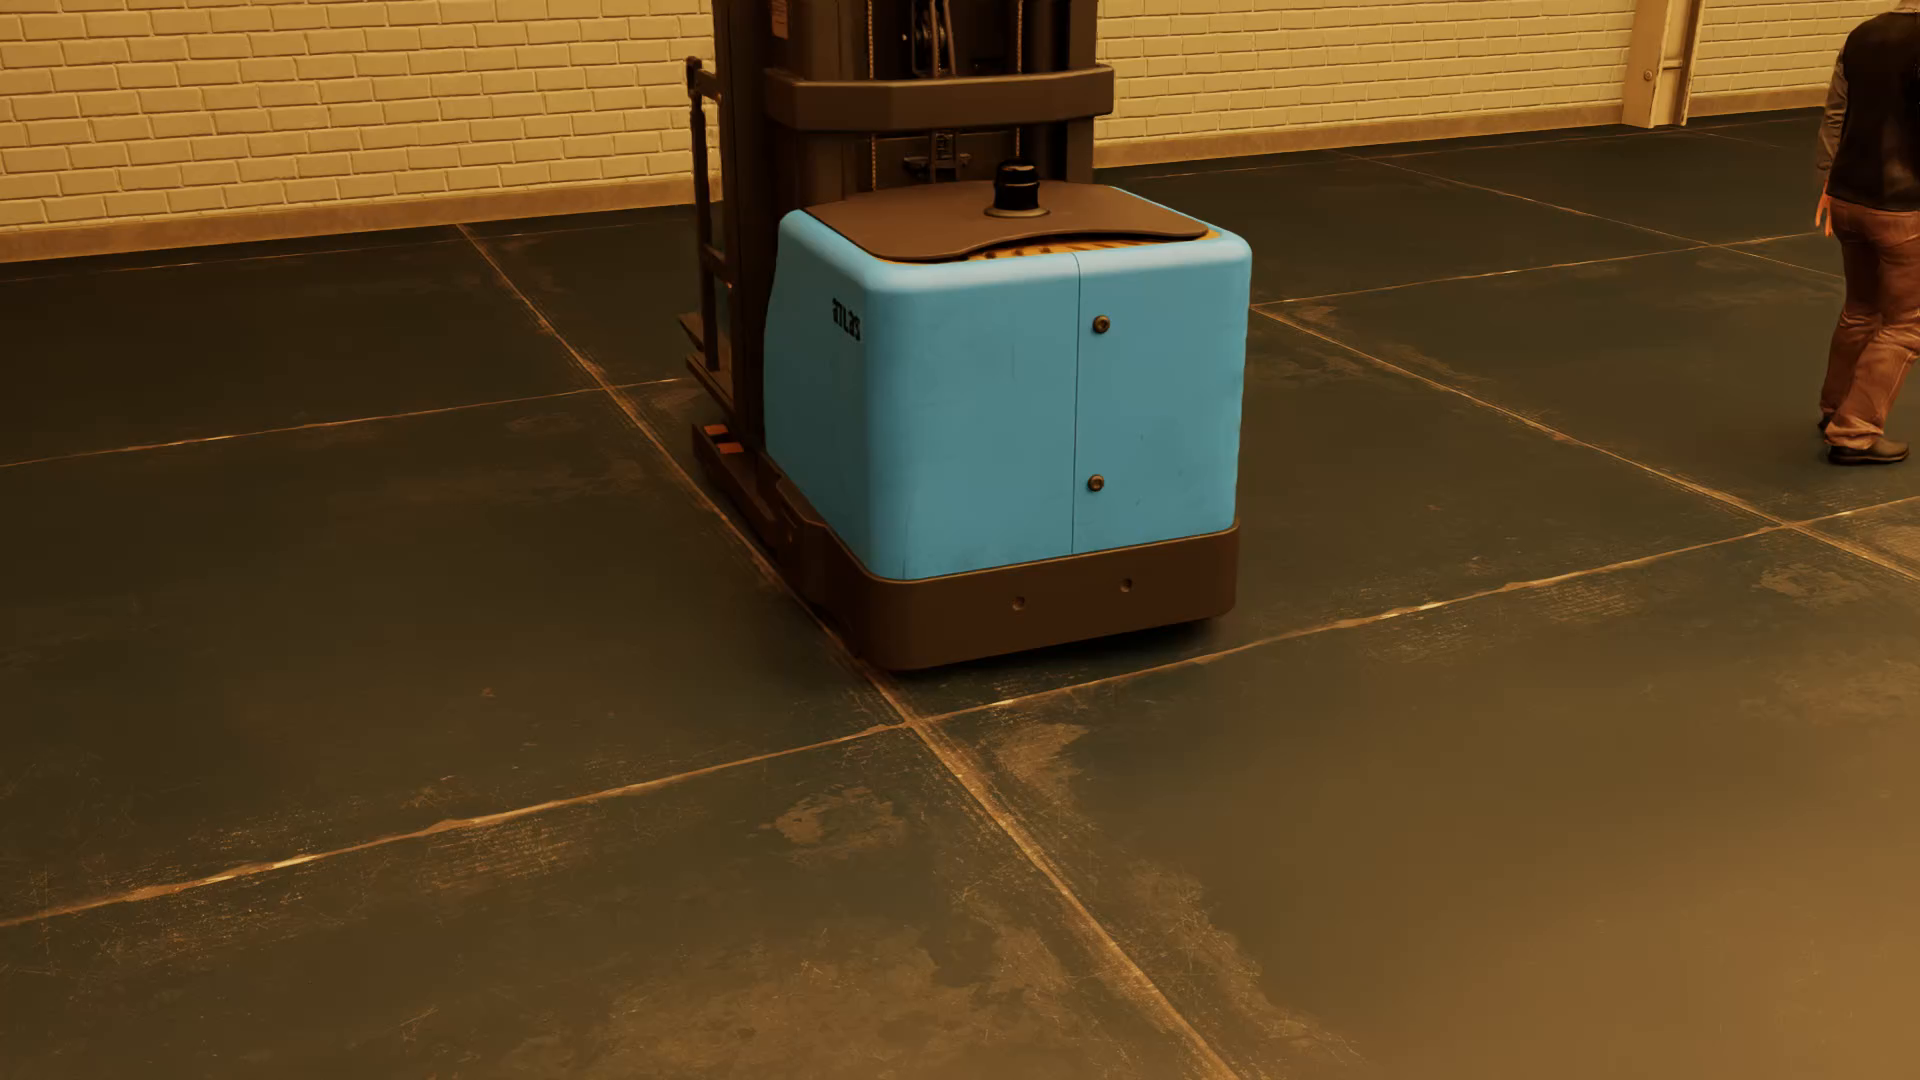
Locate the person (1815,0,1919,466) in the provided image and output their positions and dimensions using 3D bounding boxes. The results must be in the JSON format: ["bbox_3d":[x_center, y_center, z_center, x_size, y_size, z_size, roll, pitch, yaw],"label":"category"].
[{"bbox_3d":[3.190,-1.105,5.583,0.513,1.751,0.614,-5,23,-12],"label":"person"}]

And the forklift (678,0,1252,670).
[{"bbox_3d":[-0.267,-1.564,5.050,1.130,2.935,3.031,-9,24,-20],"label":"forklift"}]
